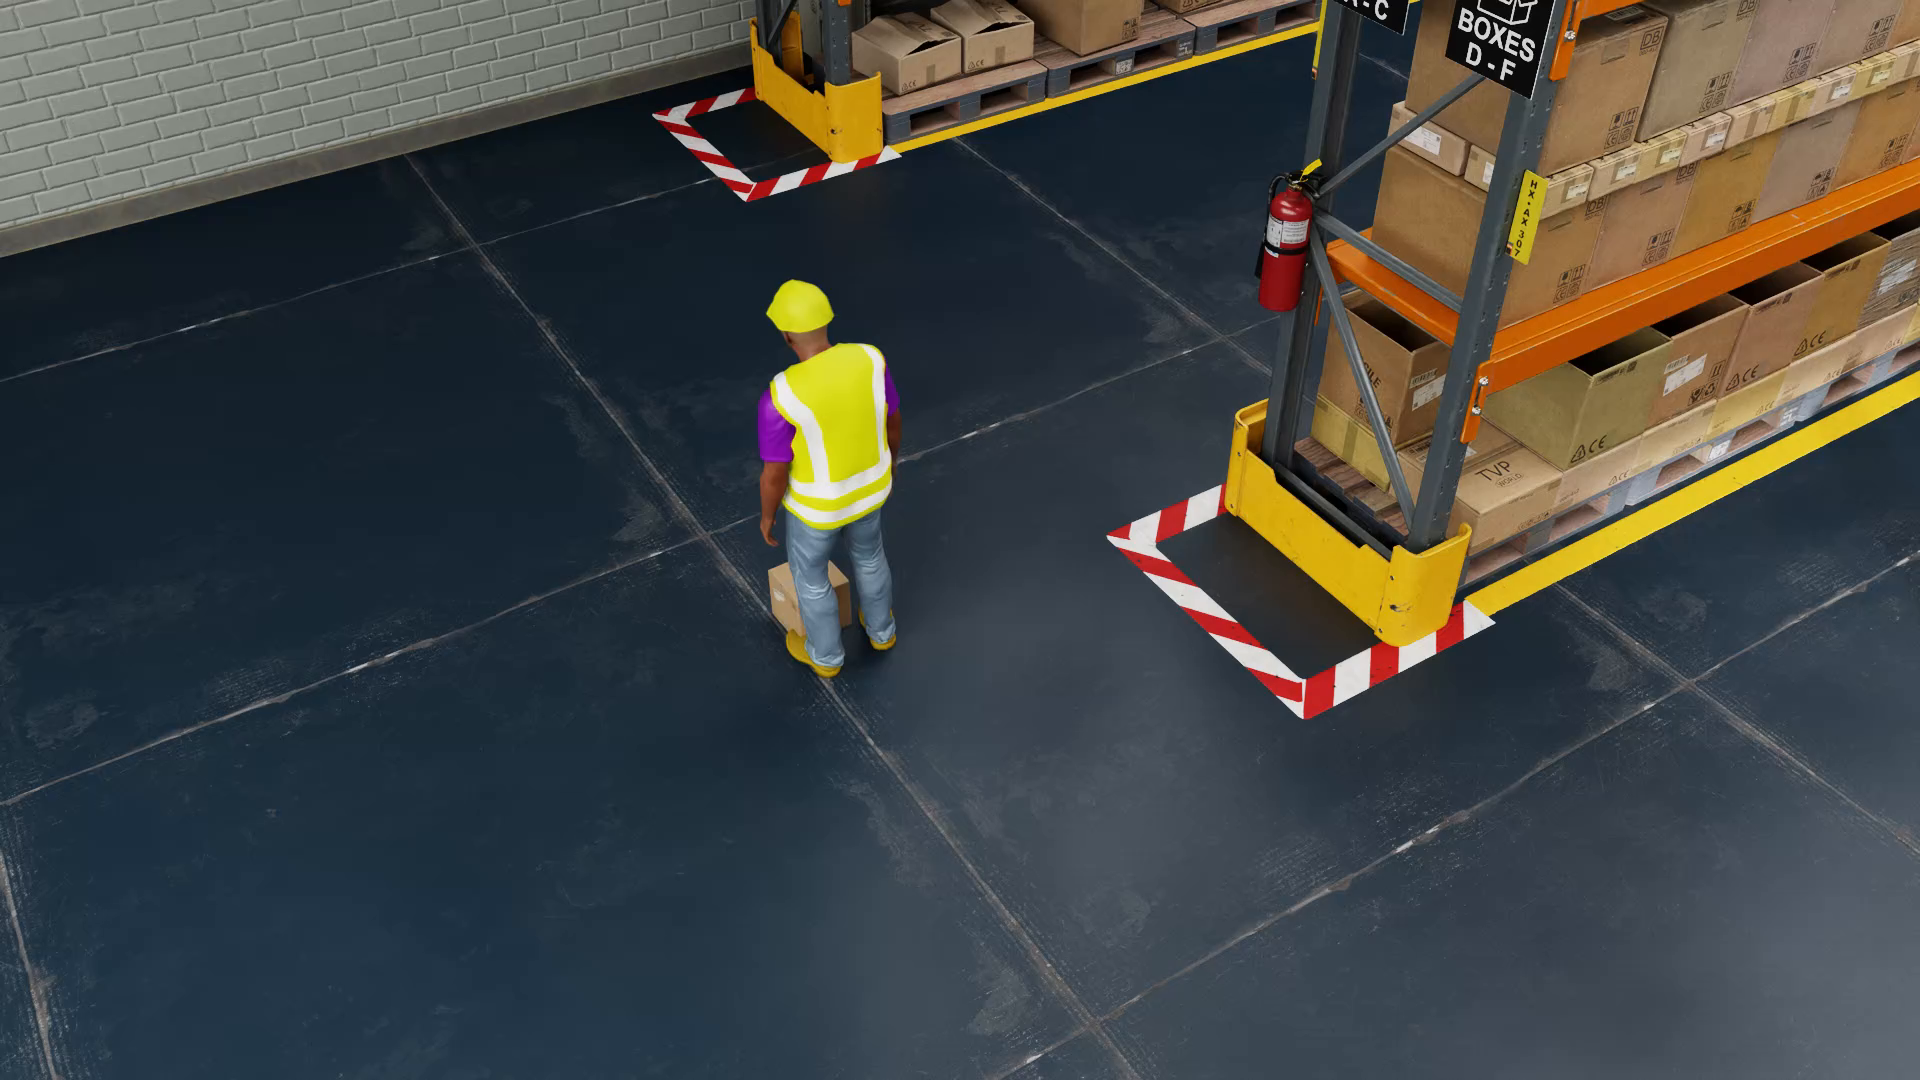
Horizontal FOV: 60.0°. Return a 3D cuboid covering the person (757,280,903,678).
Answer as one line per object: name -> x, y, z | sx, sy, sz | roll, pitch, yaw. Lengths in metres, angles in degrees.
person -> -0.504, -0.209, 6.389 | 0.627, 1.759, 0.462 | -25, 46, -26
